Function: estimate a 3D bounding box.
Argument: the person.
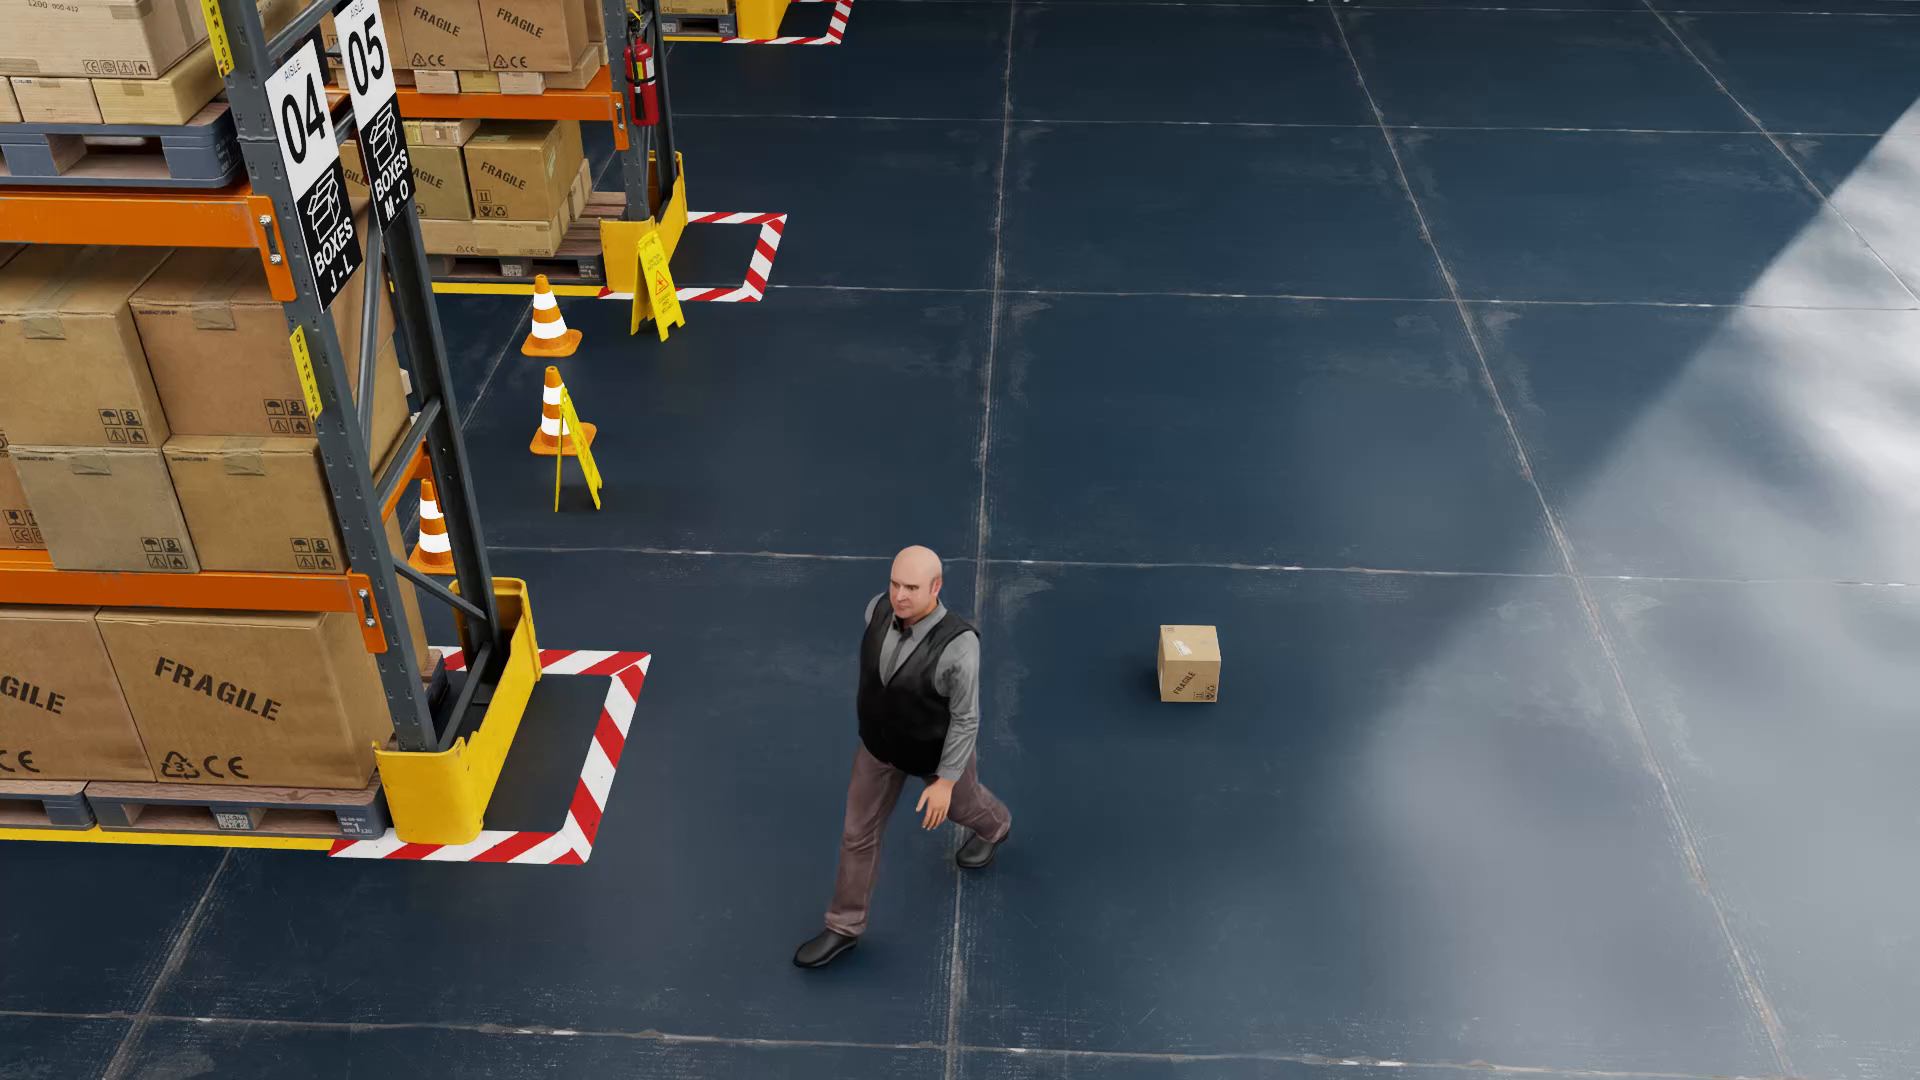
[{"bbox_3d":[-0.182,0.766,6.068,0.567,1.666,1.071,20,40,26],"label":"person"}]
